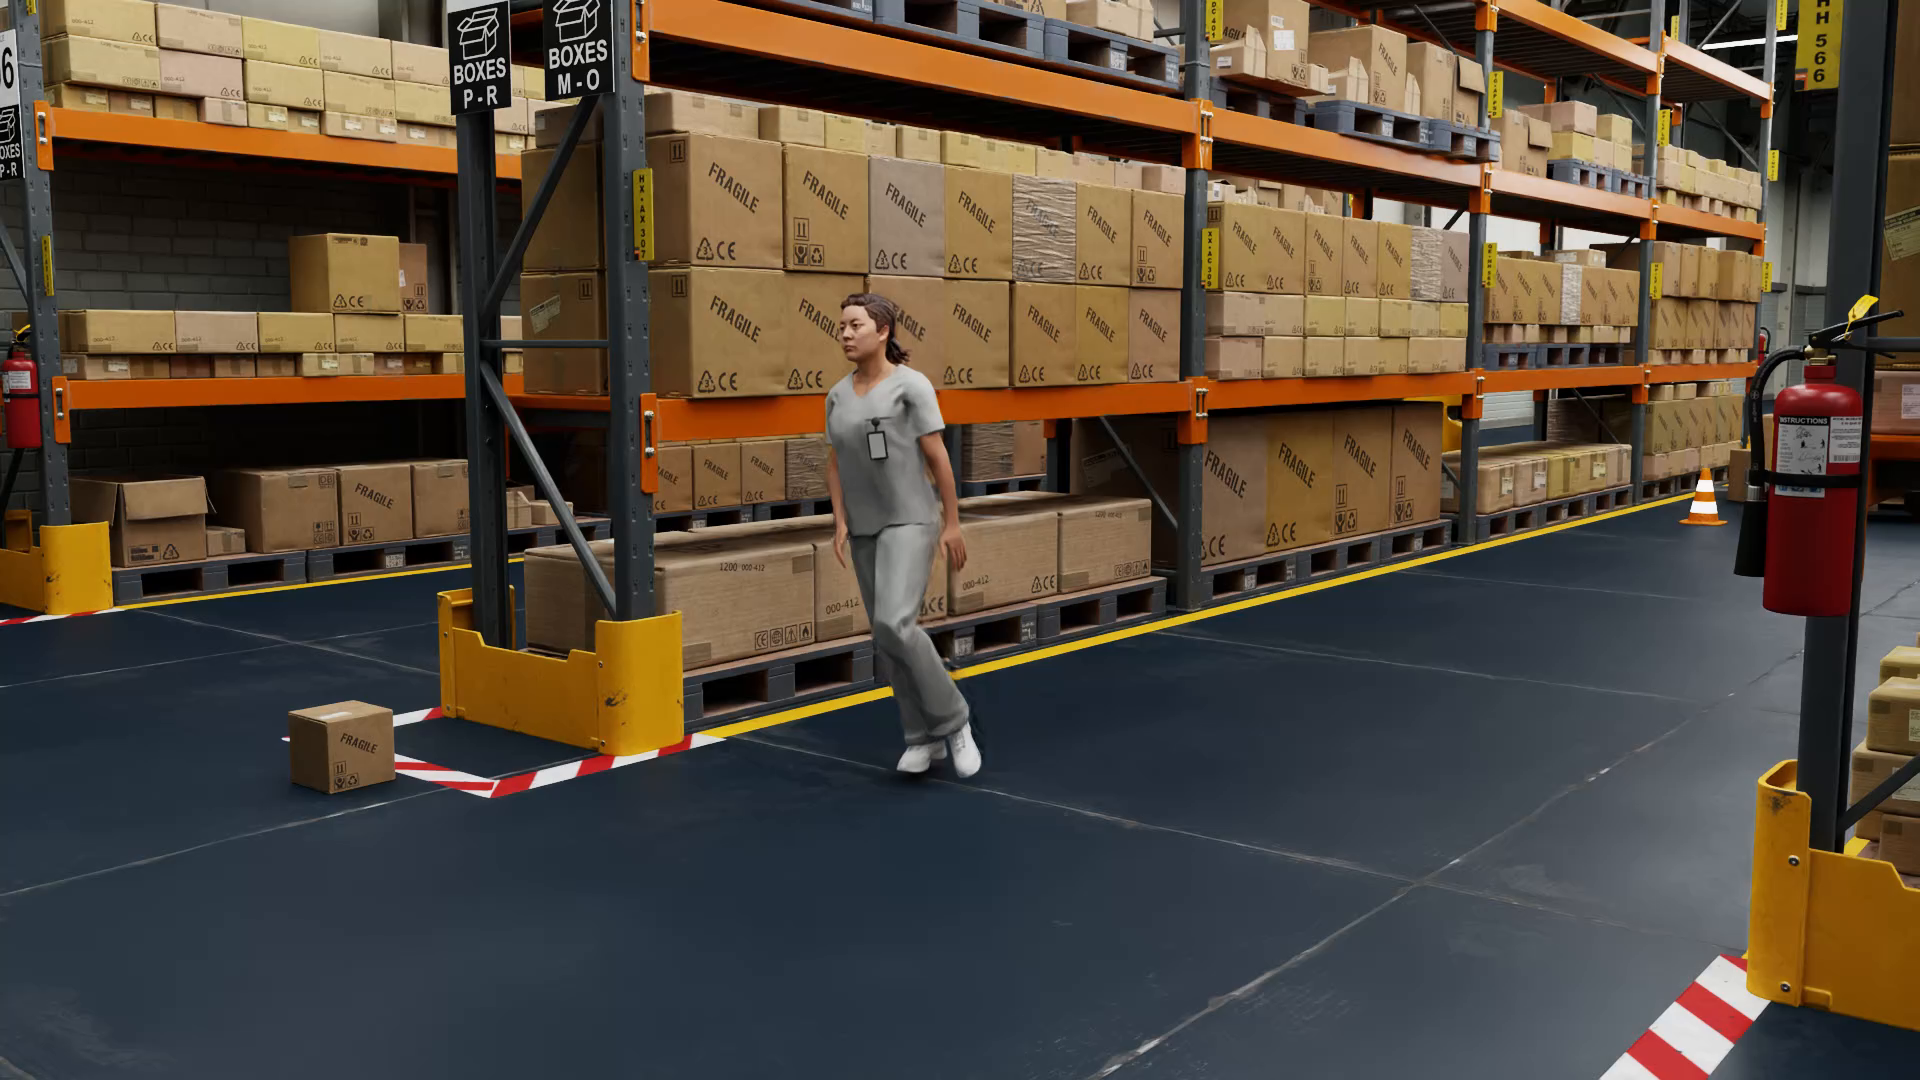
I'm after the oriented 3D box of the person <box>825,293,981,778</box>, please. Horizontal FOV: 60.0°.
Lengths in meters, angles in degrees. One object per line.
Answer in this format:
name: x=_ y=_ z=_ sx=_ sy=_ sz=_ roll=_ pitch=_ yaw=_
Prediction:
person: x=-0.195 y=-0.014 z=5.697 sx=0.613 sy=1.649 sz=0.480 roll=4 pitch=8 yaw=32
